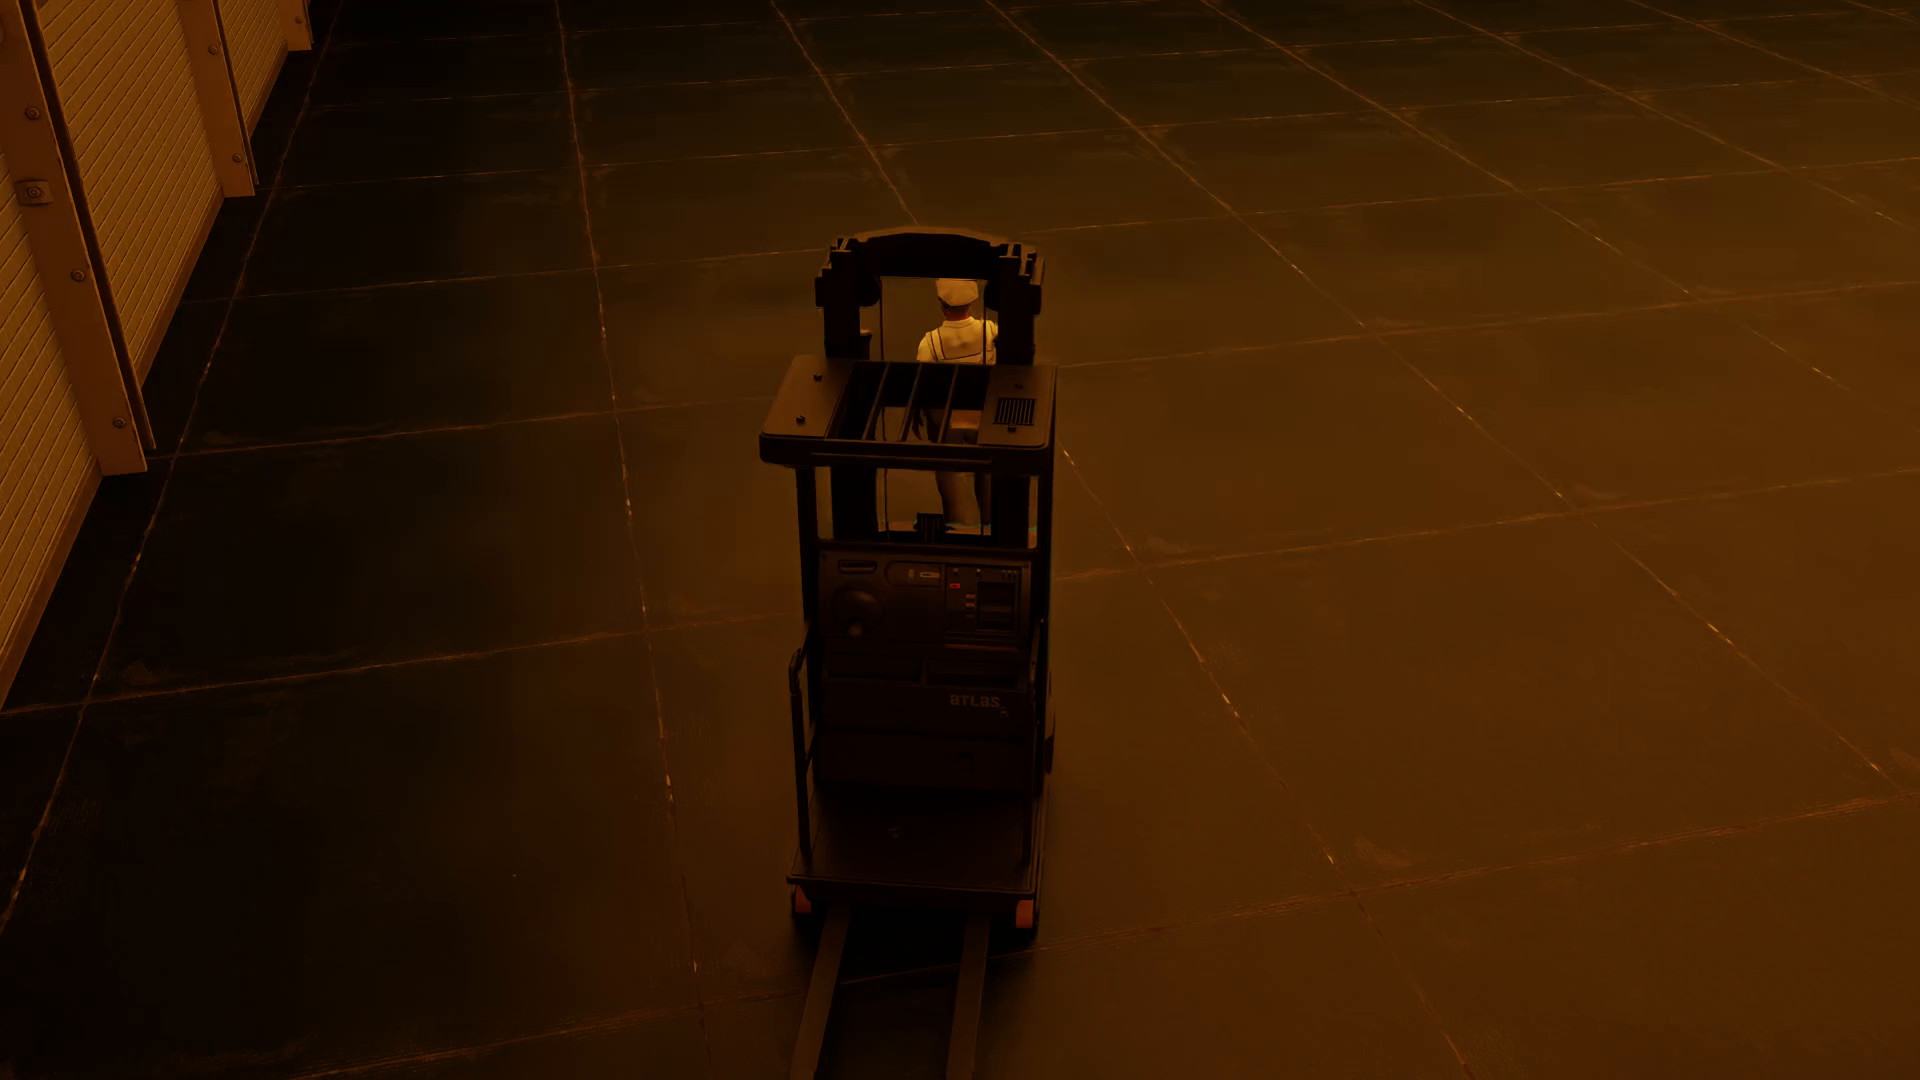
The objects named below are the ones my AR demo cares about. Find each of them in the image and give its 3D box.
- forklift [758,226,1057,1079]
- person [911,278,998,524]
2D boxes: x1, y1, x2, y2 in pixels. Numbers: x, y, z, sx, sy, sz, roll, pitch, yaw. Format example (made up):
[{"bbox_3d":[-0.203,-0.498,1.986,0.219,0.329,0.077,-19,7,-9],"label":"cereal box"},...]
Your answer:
[{"bbox_3d":[-0.174,0.301,7.054,1.130,2.935,3.031,3,30,5],"label":"forklift"},{"bbox_3d":[-0.006,-0.817,10.117,0.640,1.781,0.575,-7,31,-12],"label":"person"}]
